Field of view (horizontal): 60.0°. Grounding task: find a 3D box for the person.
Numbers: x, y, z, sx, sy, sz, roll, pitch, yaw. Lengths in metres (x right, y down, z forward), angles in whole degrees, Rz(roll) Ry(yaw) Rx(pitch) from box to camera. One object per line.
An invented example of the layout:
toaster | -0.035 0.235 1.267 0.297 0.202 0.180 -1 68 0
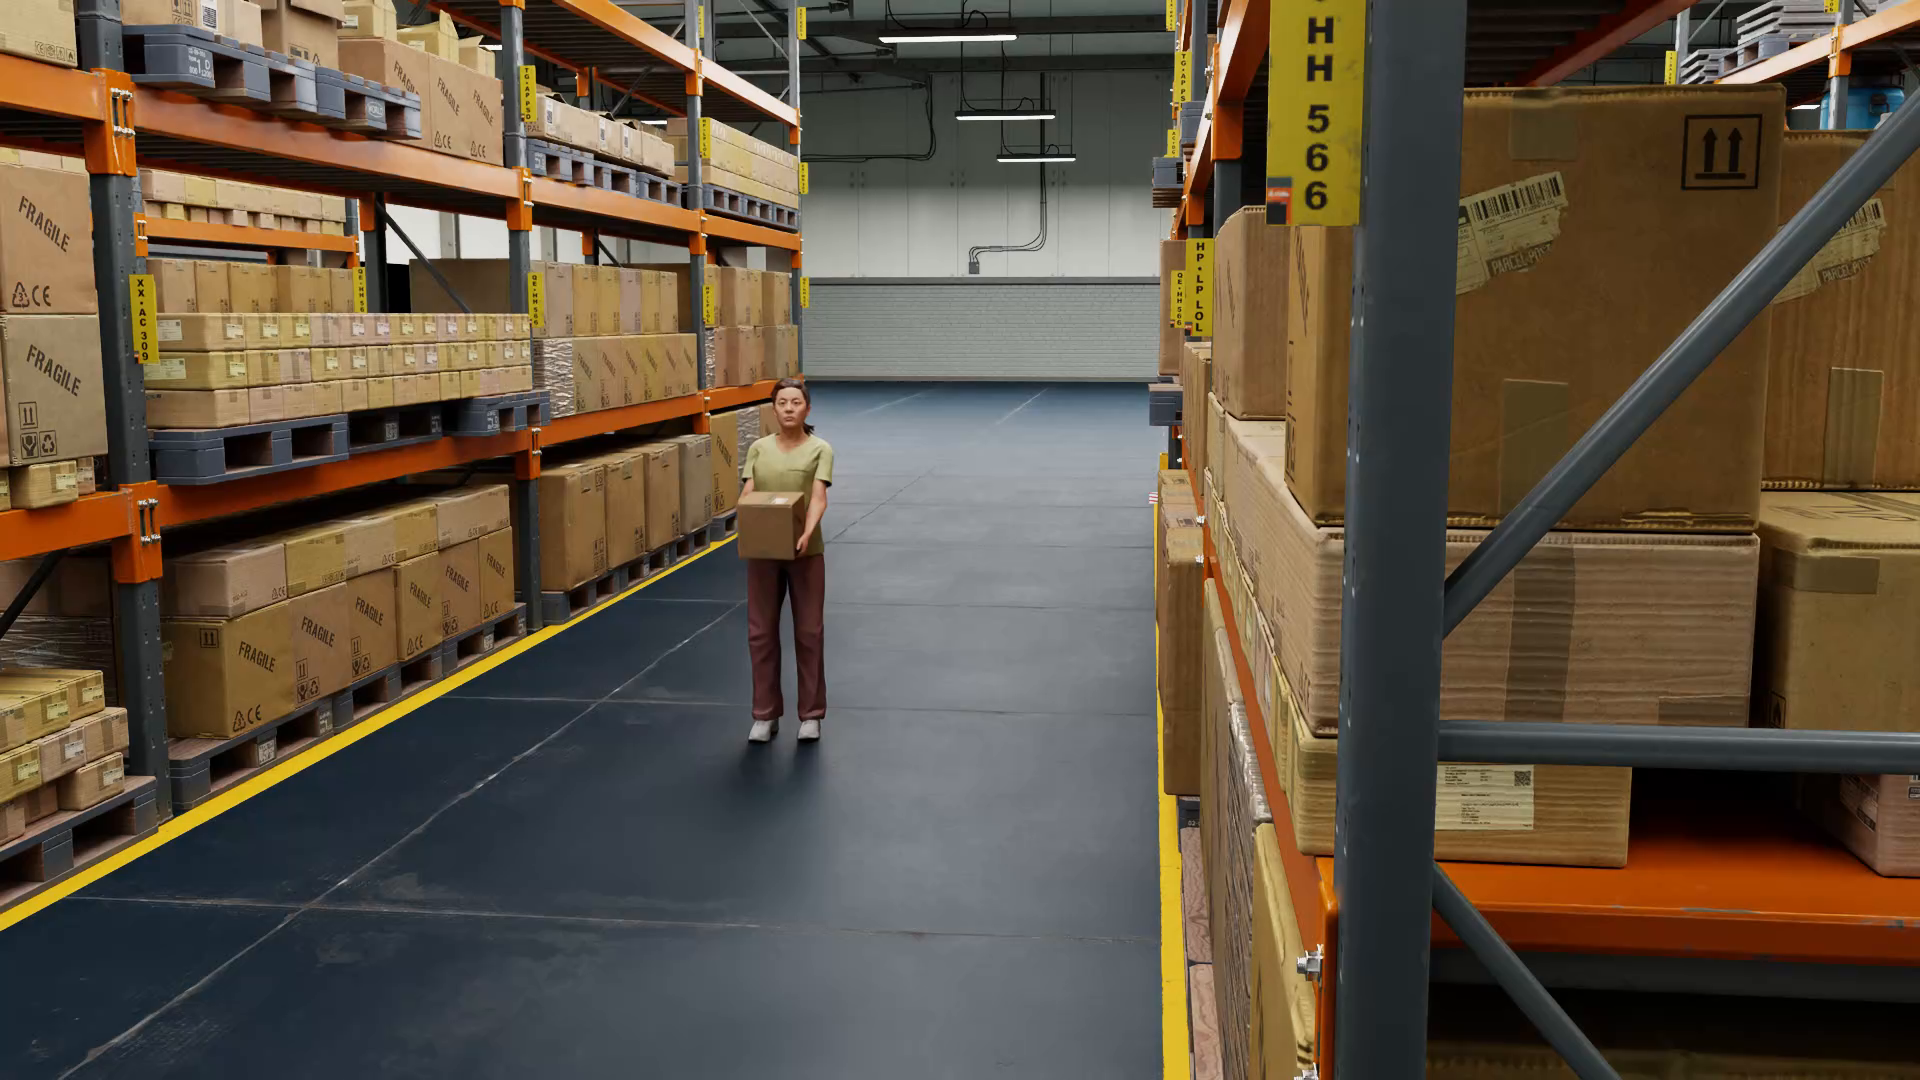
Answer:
person | -0.809 0.093 7.662 0.425 1.662 0.561 1 8 7
